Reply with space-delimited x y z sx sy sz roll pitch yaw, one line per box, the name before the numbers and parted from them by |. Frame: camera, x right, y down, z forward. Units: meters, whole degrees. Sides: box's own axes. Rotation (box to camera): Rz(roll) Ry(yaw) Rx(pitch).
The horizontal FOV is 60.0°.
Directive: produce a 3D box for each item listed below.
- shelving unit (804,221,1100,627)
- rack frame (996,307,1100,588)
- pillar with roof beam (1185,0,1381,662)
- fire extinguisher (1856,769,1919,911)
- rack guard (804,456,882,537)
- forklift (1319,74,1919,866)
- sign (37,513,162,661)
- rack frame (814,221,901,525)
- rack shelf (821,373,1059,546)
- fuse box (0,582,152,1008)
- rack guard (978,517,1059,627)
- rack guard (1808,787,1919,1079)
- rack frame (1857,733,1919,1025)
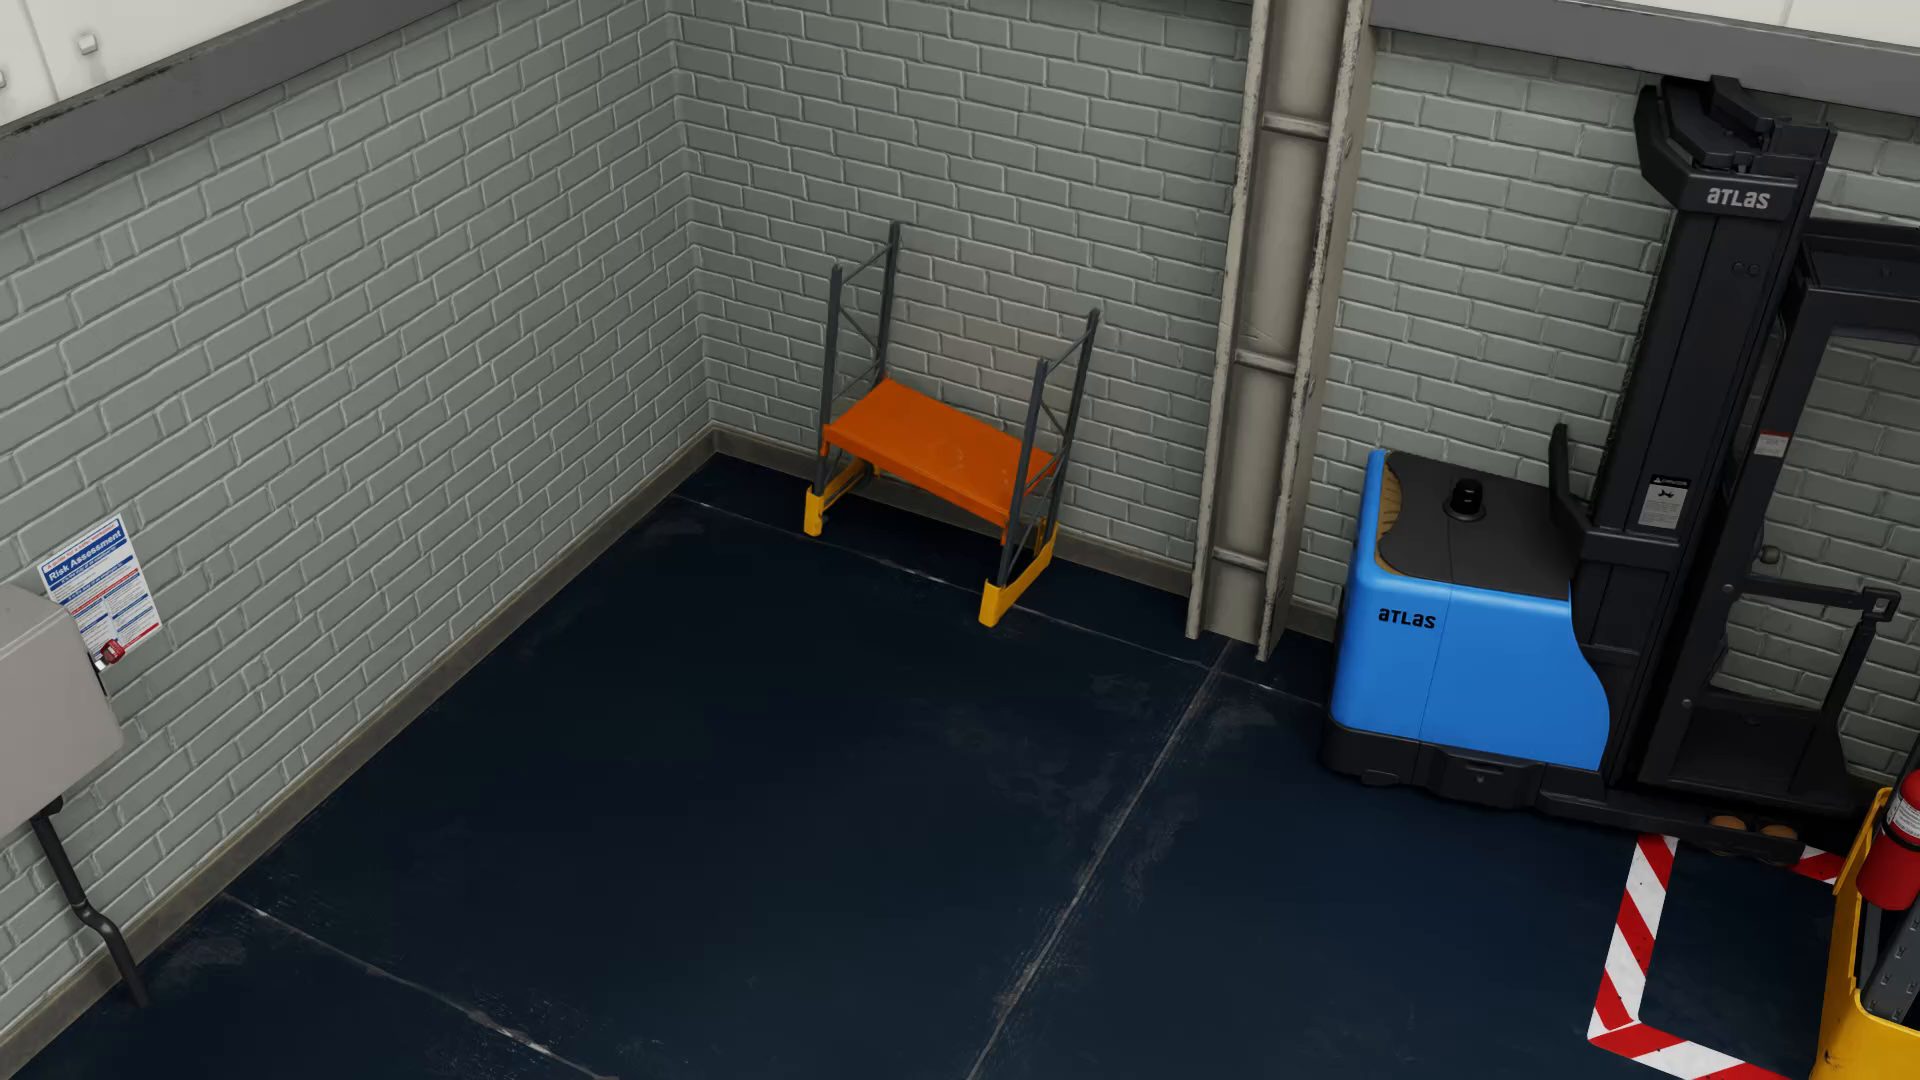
shelving unit | -0.070 -0.523 7.594 1.083 1.500 0.587 27 45 18
rack frame | 0.369 -0.304 7.430 0.032 1.500 0.500 27 45 18
pillar with roof beam | -0.696 -0.857 1.956 0.400 9.000 9.100 17 41 21
fire extinguisher | 2.920 0.842 5.052 0.183 0.674 0.296 17 41 21
rack guard | -0.567 -0.275 8.169 0.087 0.250 0.587 27 45 18
forklift | 3.081 -0.237 6.158 3.031 2.935 1.130 9 38 12
sign | -2.895 0.194 5.612 0.001 0.494 0.329 17 41 21
rack frame | -0.494 -0.735 7.752 0.032 1.500 0.500 27 45 18
rack shelf | -0.084 -0.387 7.711 1.000 0.185 0.538 27 45 18
fuse box | -2.938 0.992 5.548 0.414 1.711 0.539 17 41 21
rack guard | 0.278 0.147 7.853 0.087 0.250 0.587 27 45 18
rack guard | 3.331 1.472 5.917 0.348 0.500 1.175 17 41 21
rack frame | 3.263 0.455 5.189 0.127 3.000 1.000 17 41 21
